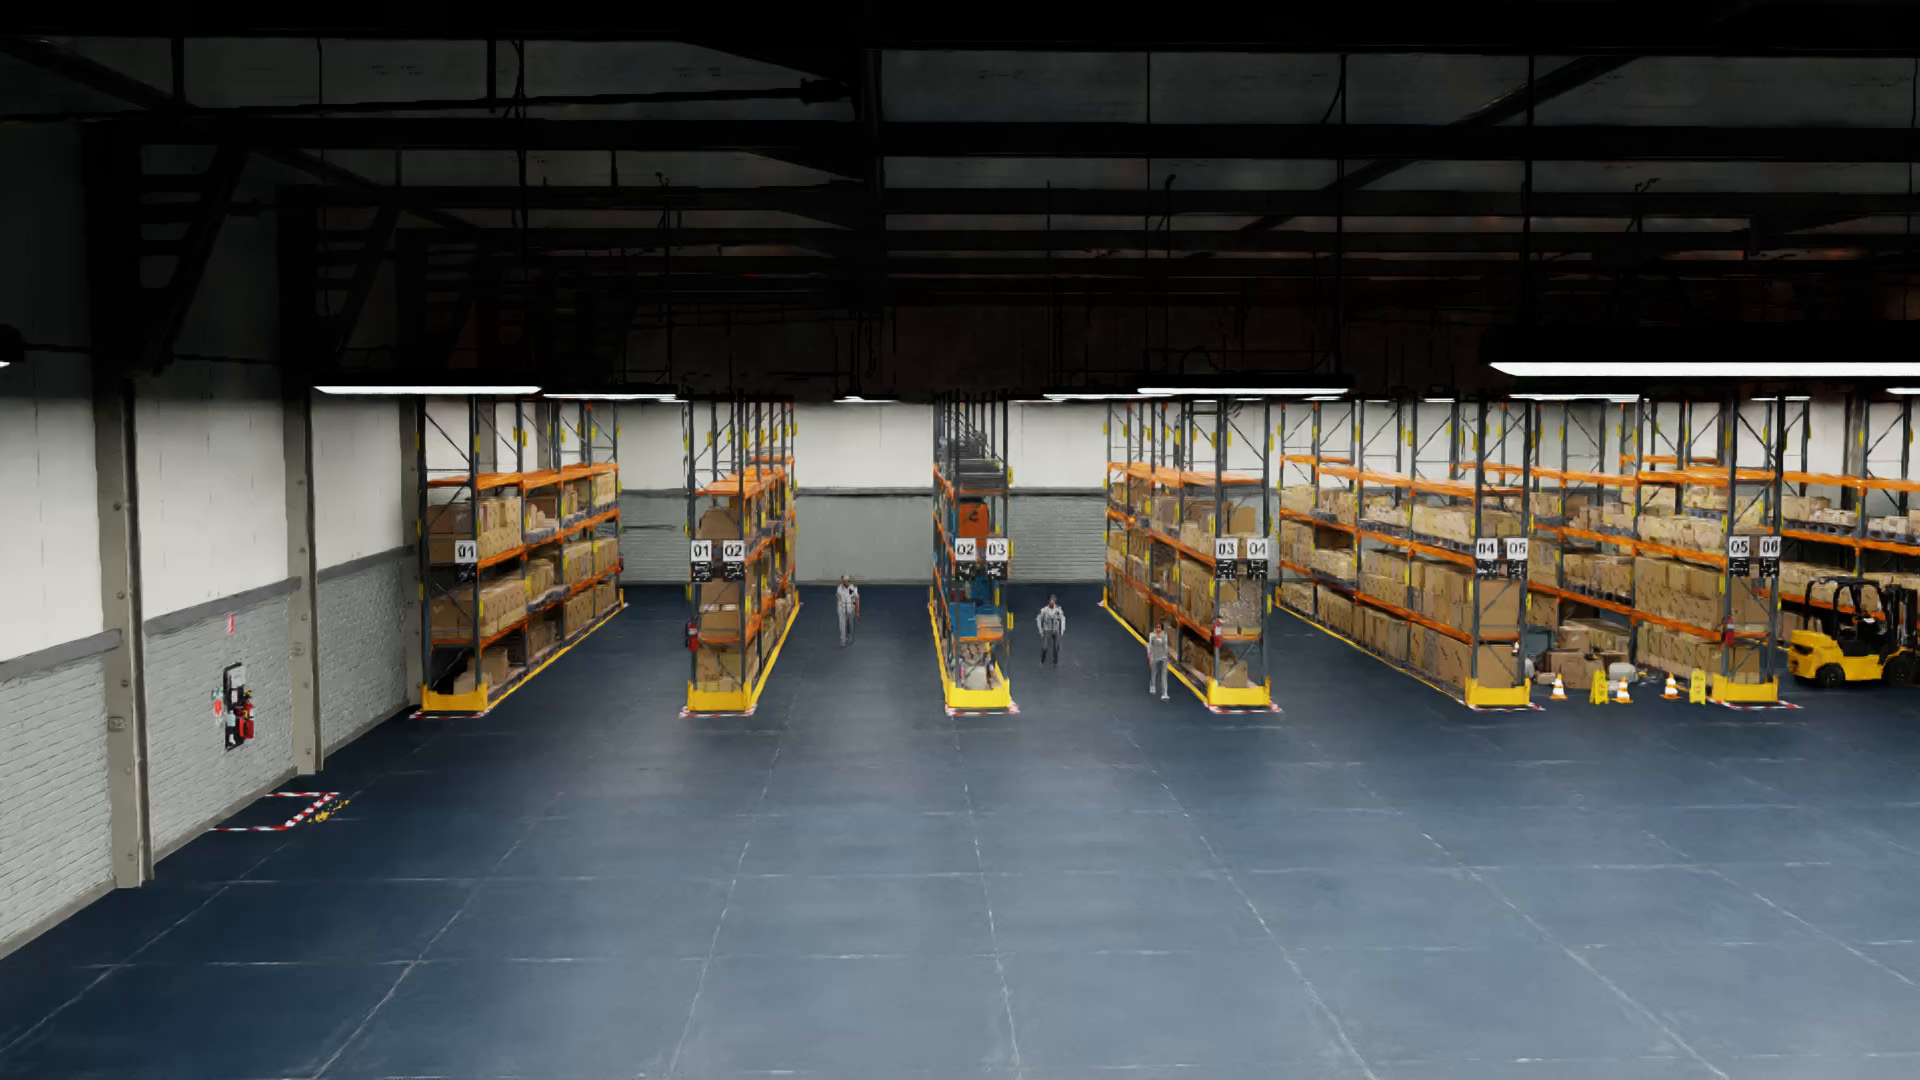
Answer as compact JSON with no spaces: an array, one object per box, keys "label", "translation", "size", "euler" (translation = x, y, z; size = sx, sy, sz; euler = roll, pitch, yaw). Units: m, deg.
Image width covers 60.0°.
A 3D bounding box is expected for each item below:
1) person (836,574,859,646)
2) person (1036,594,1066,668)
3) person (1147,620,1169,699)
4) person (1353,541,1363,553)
[{"label":"person","translation":[-2.667,1.643,39.479],"size":[0.554,1.712,1.036],"euler":[0,5,-4]},{"label":"person","translation":[1.978,1.971,36.130],"size":[0.639,1.632,0.498],"euler":[0,5,-4]},{"label":"person","translation":[3.865,2.303,32.484],"size":[0.417,1.517,1.036],"euler":[0,5,1]},{"label":"person","translation":[11.752,0.799,49.249],"size":[0.543,1.717,0.577],"euler":[-3,6,-34]}]
